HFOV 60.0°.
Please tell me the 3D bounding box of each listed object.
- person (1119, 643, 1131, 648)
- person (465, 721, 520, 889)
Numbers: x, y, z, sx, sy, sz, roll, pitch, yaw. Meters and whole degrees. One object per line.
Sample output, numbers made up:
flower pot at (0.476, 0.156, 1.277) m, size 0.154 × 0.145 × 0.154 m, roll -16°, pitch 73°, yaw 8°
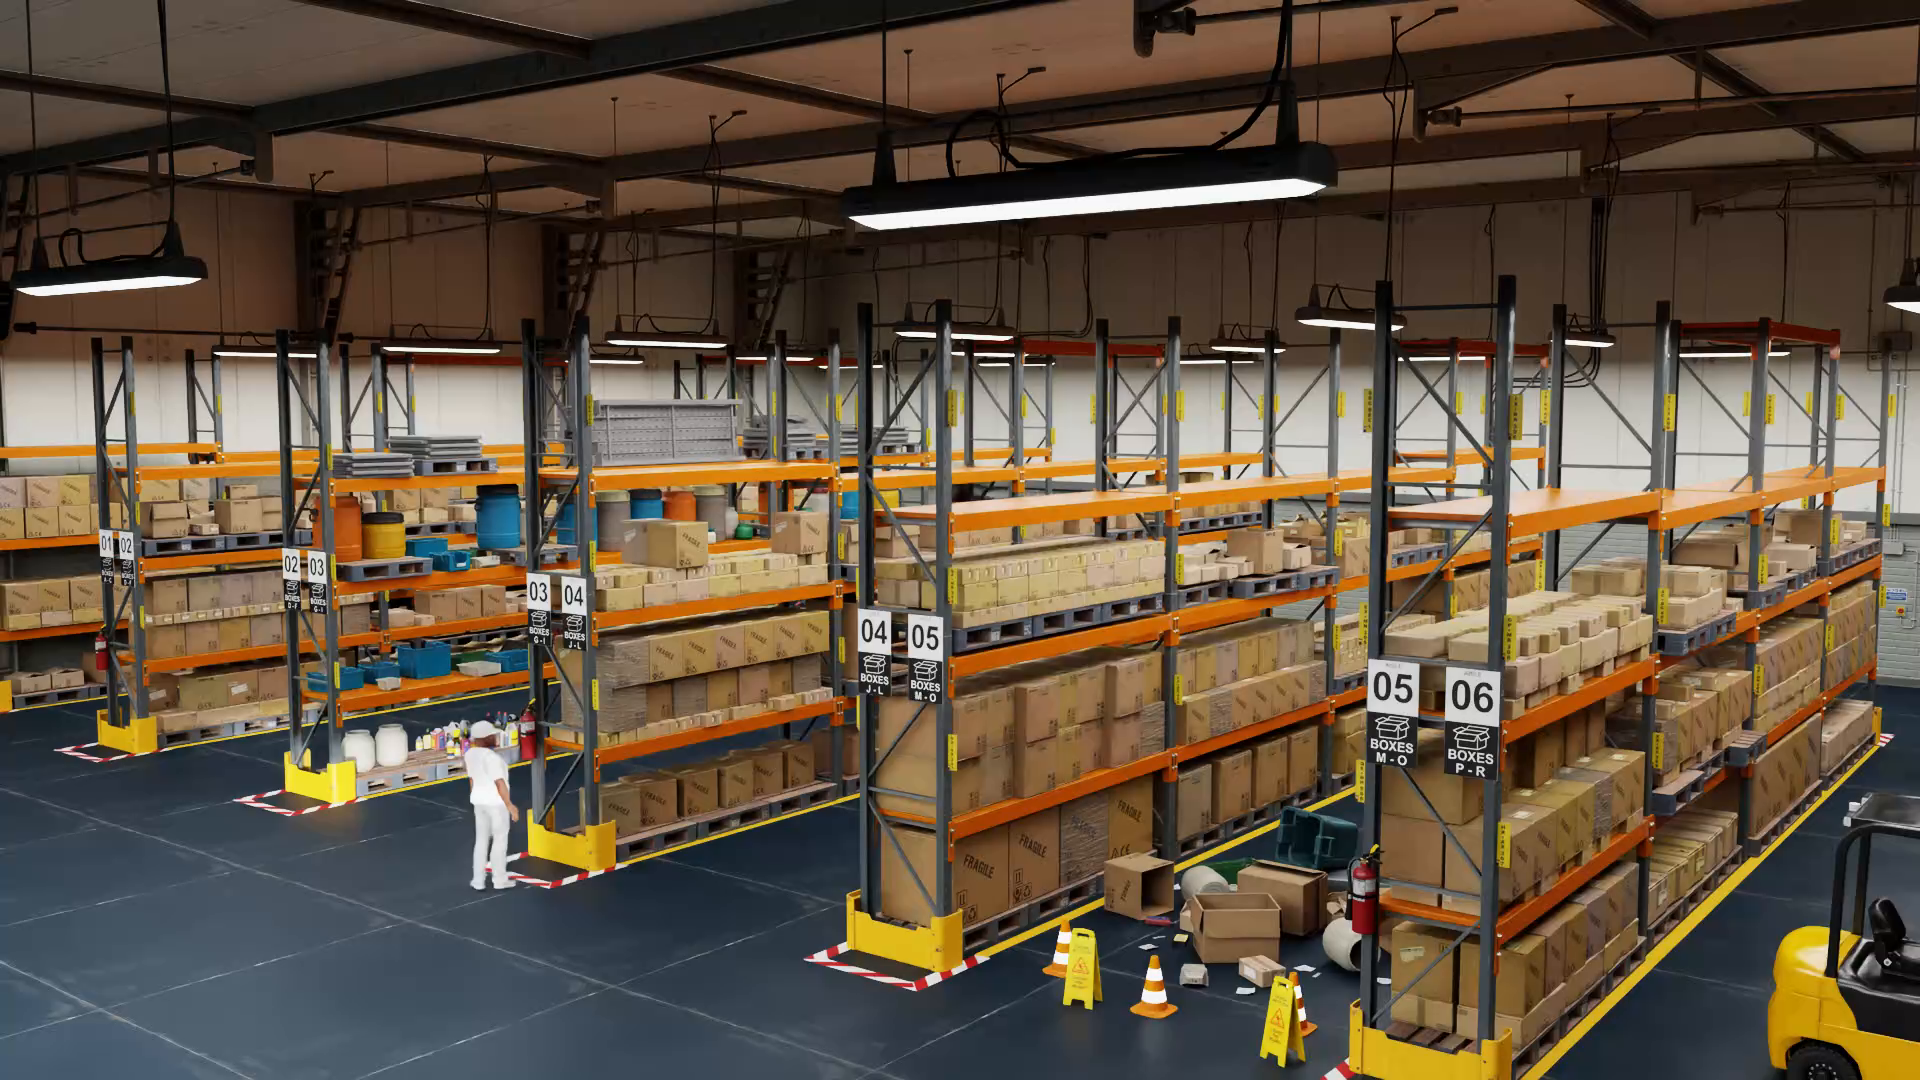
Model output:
person at (2.198, 2.226, 23.009) m, size 0.548 × 1.594 × 0.984 m, roll 4°, pitch 7°, yaw 41°
person at (-4.889, 2.776, 17.412) m, size 0.679 × 1.786 × 0.431 m, roll 3°, pitch 6°, yaw 28°
